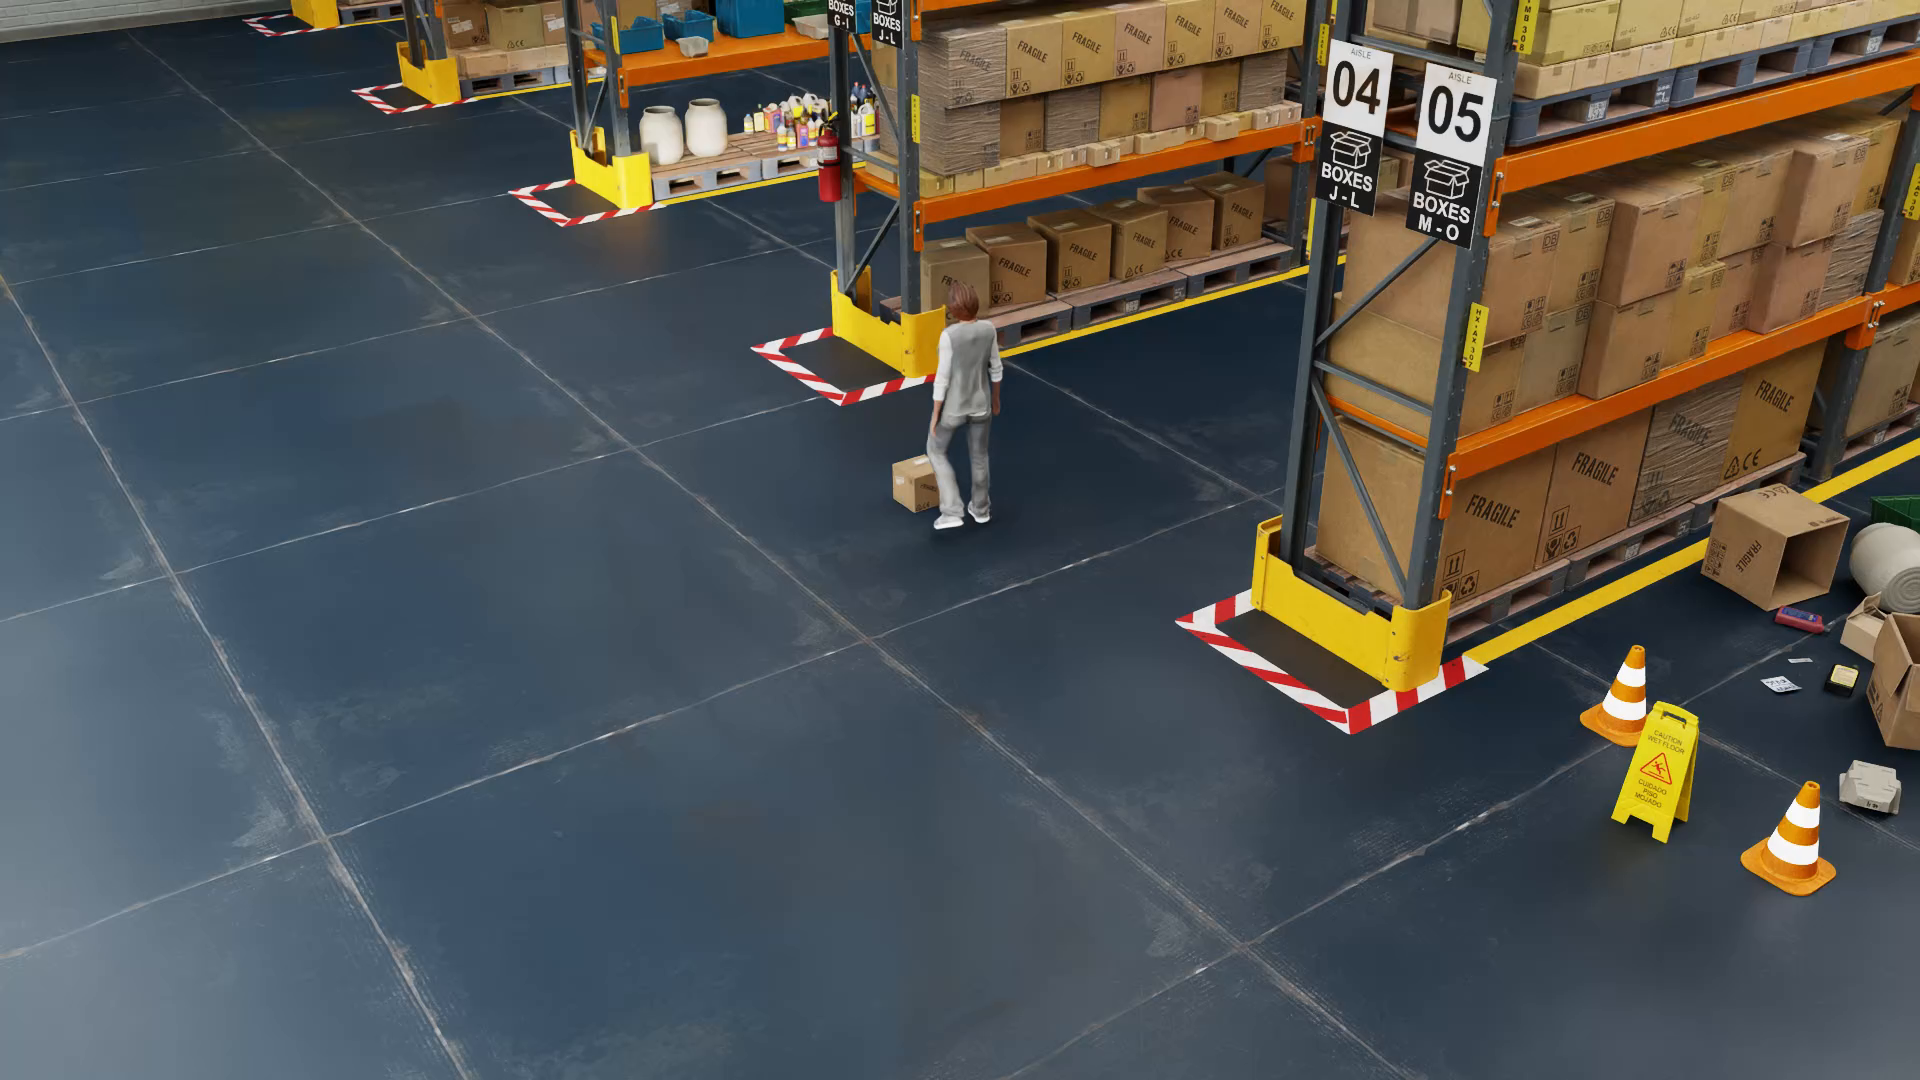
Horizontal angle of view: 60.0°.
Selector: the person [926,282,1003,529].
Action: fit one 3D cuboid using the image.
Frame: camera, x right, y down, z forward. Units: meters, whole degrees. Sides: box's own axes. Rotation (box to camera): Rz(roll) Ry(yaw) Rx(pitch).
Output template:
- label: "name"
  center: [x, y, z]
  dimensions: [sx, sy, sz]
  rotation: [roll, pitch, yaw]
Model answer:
- label: "person"
  center: [0.029, -0.785, 10.034]
  dimensions: [0.510, 1.586, 0.399]
  rotation: [-14, 32, -23]
